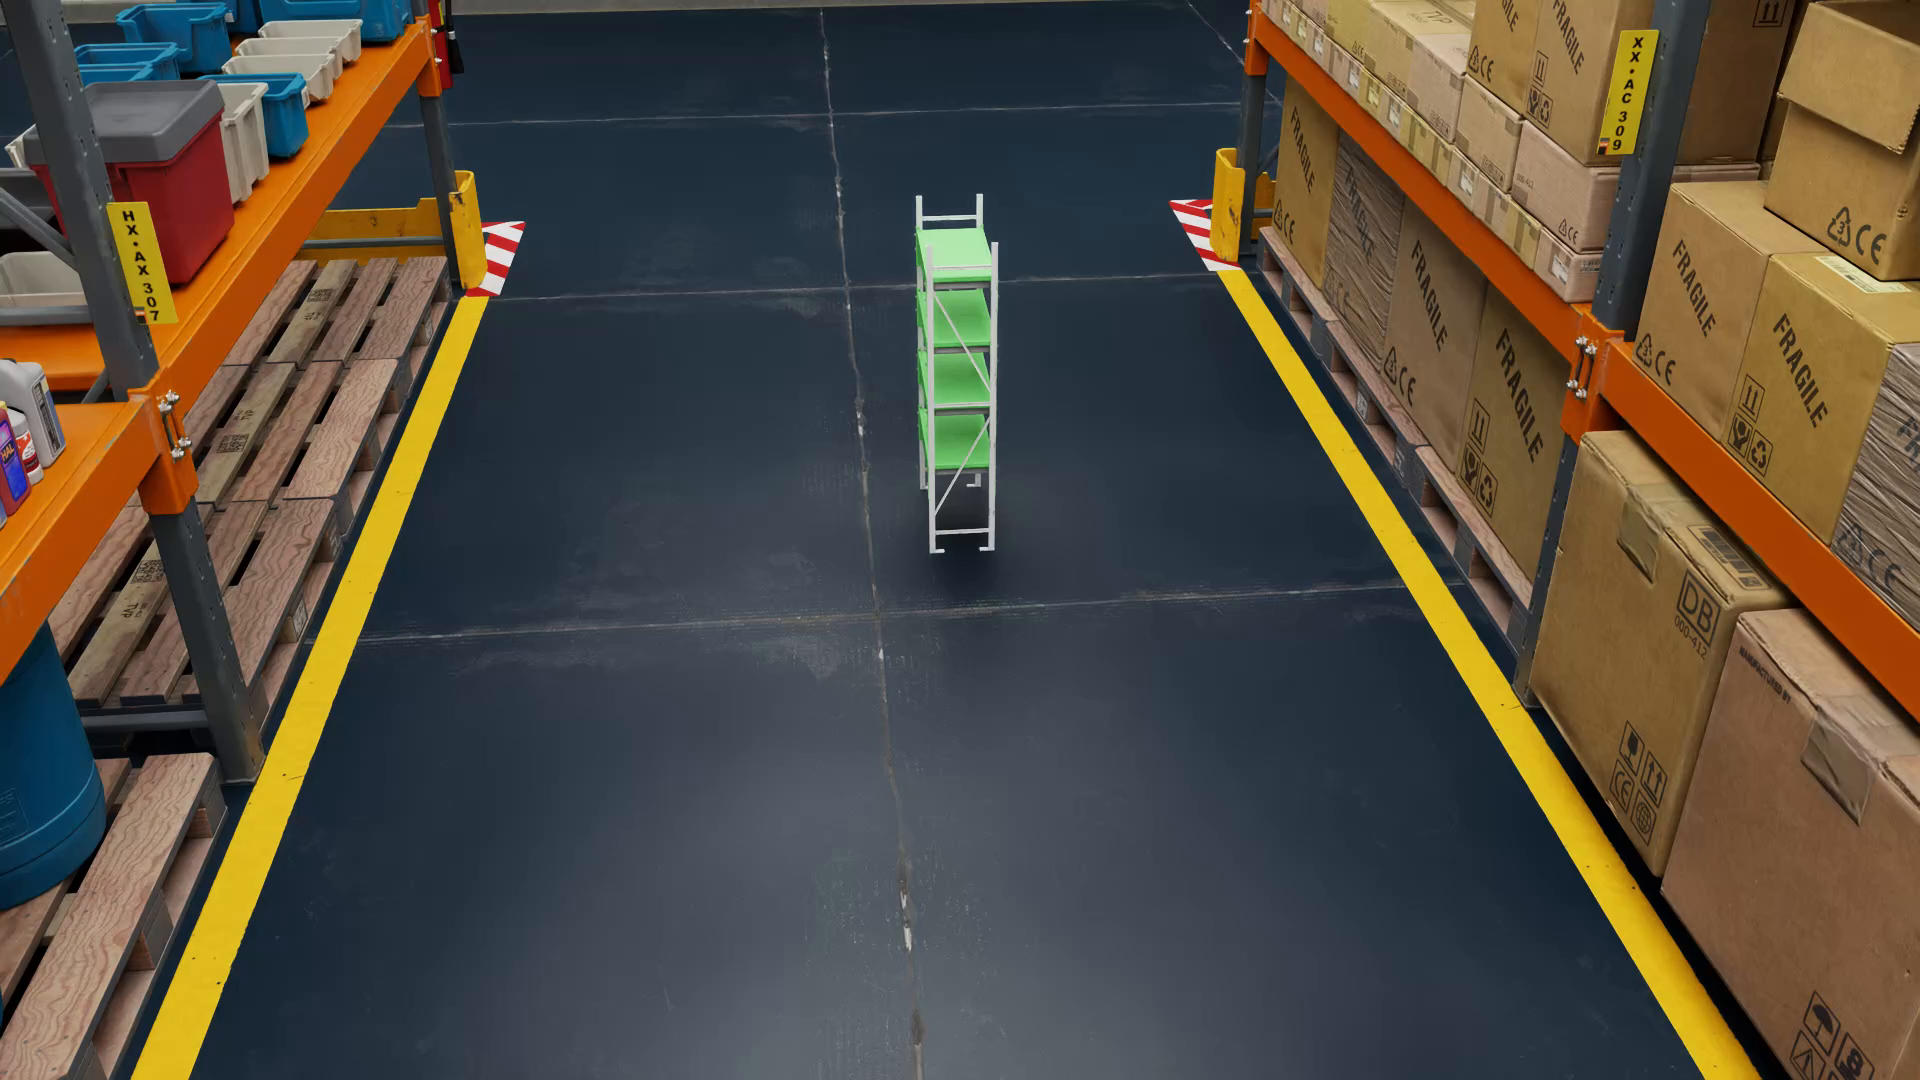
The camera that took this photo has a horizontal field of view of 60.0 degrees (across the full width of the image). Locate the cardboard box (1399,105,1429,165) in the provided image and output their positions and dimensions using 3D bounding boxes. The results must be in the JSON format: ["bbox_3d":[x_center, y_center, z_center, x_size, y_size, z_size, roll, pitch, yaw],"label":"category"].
[{"bbox_3d":[1.830,-1.483,6.052,0.380,0.149,0.250,-3,31,-5],"label":"cardboard box"}]

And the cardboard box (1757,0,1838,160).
[{"bbox_3d":[2.515,-1.436,4.854,0.500,0.500,0.500,-3,31,-5],"label":"cardboard box"}]

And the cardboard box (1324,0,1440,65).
[{"bbox_3d":[1.806,-2.120,6.730,0.500,0.250,0.500,-4,31,-6],"label":"cardboard box"}]

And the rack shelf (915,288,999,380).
[{"bbox_3d":[-0.015,-0.751,5.994,0.258,0.148,0.480,-3,31,-5],"label":"rack shelf"}]

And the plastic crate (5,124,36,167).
[{"bbox_3d":[-3.089,-1.344,5.774,0.293,0.136,0.466,-3,31,-5],"label":"plastic crate"}]

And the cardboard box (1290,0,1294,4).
[{"bbox_3d":[1.707,-2.642,7.604,0.500,0.250,0.500,-4,31,-6],"label":"cardboard box"}]

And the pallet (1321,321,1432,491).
[{"bbox_3d":[2.194,-0.613,7.071,1.003,0.211,1.213,-3,31,-5],"label":"pallet"}]

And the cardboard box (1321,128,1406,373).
[{"bbox_3d":[2.156,-1.317,7.192,0.875,0.875,0.875,-3,31,-5],"label":"cardboard box"}]

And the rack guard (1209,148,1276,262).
[{"bbox_3d":[1.929,-1.776,8.735,1.175,0.500,0.348,-3,31,-5],"label":"rack guard"}]

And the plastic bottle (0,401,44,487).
[{"bbox_3d":[-2.230,-0.228,3.900,0.097,0.201,0.097,0,31,0],"label":"plastic bottle"}]

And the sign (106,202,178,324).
[{"bbox_3d":[-2.079,-0.701,4.229,0.100,0.325,0.005,-3,31,-5],"label":"sign"}]

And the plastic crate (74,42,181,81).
[{"bbox_3d":[-3.182,-1.739,6.341,0.416,0.233,0.300,-3,31,-5],"label":"plastic crate"}]

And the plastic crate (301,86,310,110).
[{"bbox_3d":[-2.635,-1.664,6.310,0.298,0.136,0.250,-3,31,-5],"label":"plastic crate"}]

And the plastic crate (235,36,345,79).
[{"bbox_3d":[-2.731,-1.955,6.797,0.396,0.136,0.243,-3,31,-5],"label":"plastic crate"}]

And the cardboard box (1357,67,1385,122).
[{"bbox_3d":[1.781,-1.746,6.494,0.380,0.149,0.250,-4,31,-6],"label":"cardboard box"}]

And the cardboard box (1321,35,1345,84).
[{"bbox_3d":[1.734,-2.007,6.930,0.380,0.149,0.250,-3,31,-6],"label":"cardboard box"}]

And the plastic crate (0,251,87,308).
[{"bbox_3d":[-2.528,-0.714,4.719,0.396,0.136,0.243,-3,31,-5],"label":"plastic crate"}]

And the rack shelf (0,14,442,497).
[{"bbox_3d":[-2.813,-1.269,6.151,1.077,0.370,4.000,-3,31,-5],"label":"rack shelf"}]

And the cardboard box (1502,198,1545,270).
[{"bbox_3d":[1.926,-0.958,5.174,0.380,0.149,0.250,-2,31,-4],"label":"cardboard box"}]

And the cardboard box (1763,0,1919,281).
[{"bbox_3d":[2.373,-0.942,3.826,0.797,0.503,0.637,-4,31,-6],"label":"cardboard box"}]

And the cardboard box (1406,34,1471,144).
[{"bbox_3d":[1.904,-1.595,5.852,0.500,0.250,0.500,-2,31,-4],"label":"cardboard box"}]

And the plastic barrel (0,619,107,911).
[{"bbox_3d":[-2.593,0.442,4.221,0.600,0.901,0.708,-3,31,-5],"label":"plastic barrel"}]

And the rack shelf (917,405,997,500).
[{"bbox_3d":[-0.015,-0.339,6.240,0.258,0.148,0.480,-3,31,-5],"label":"rack shelf"}]

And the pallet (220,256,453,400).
[{"bbox_3d":[-2.962,-0.979,7.683,1.003,0.211,1.213,-3,31,-5],"label":"pallet"}]

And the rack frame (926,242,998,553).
[{"bbox_3d":[0.007,-0.475,5.875,0.240,1.200,0.015,-3,31,-5],"label":"rack frame"}]

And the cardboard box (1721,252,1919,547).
[{"bbox_3d":[2.147,-0.334,3.786,0.500,0.500,0.500,-3,31,-5],"label":"cardboard box"}]

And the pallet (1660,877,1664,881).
[{"bbox_3d":[2.452,0.793,4.716,1.003,0.211,1.213,-3,31,-5],"label":"pallet"}]

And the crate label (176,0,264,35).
[{"bbox_3d":[-3.305,-2.411,7.466,0.416,0.233,0.303,-3,31,-5],"label":"crate label"}]

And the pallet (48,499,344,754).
[{"bbox_3d":[-2.734,0.267,5.598,1.003,0.211,1.213,-3,31,-5],"label":"pallet"}]

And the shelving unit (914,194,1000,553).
[{"bbox_3d":[-0.015,-0.600,6.084,0.258,1.200,0.503,-3,31,-5],"label":"shelving unit"}]

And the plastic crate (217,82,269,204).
[{"bbox_3d":[-2.586,-1.320,5.592,0.437,0.282,0.530,-3,31,-5],"label":"plastic crate"}]

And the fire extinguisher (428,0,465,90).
[{"bbox_3d":[-2.562,-2.505,7.957,0.296,0.674,0.183,-3,31,-5],"label":"fire extinguisher"}]

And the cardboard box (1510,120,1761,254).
[{"bbox_3d":[2.002,-1.070,4.973,0.500,0.250,0.500,-3,31,-6],"label":"cardboard box"}]

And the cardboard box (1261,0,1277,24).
[{"bbox_3d":[1.636,-2.532,7.808,0.380,0.149,0.250,-2,31,-4],"label":"cardboard box"}]

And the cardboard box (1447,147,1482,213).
[{"bbox_3d":[1.878,-1.220,5.613,0.380,0.149,0.250,-2,31,-4],"label":"cardboard box"}]

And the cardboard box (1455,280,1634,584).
[{"bbox_3d":[2.323,-0.403,5.662,0.875,0.875,0.875,-3,31,-5],"label":"cardboard box"}]

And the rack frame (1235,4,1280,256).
[{"bbox_3d":[1.931,-2.837,8.074,1.000,3.000,0.127,-3,31,-5],"label":"rack frame"}]

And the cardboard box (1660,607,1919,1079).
[{"bbox_3d":[2.469,0.720,3.783,1.225,0.875,0.875,-4,31,-6],"label":"cardboard box"}]

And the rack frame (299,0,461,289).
[{"bbox_3d":[-3.000,-2.599,7.676,1.000,3.000,0.127,-3,31,-5],"label":"rack frame"}]

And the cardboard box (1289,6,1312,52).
[{"bbox_3d":[1.685,-2.270,7.370,0.380,0.149,0.250,-3,31,-6],"label":"cardboard box"}]

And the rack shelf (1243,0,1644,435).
[{"bbox_3d":[2.118,-1.507,6.549,1.077,0.370,4.000,-3,31,-5],"label":"rack shelf"}]

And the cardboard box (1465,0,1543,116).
[{"bbox_3d":[1.953,-1.657,5.225,0.500,0.500,0.500,-2,31,-4],"label":"cardboard box"}]

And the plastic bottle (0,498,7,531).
[{"bbox_3d":[-2.234,-0.131,3.666,0.152,0.276,0.135,-3,31,-5],"label":"plastic bottle"}]
